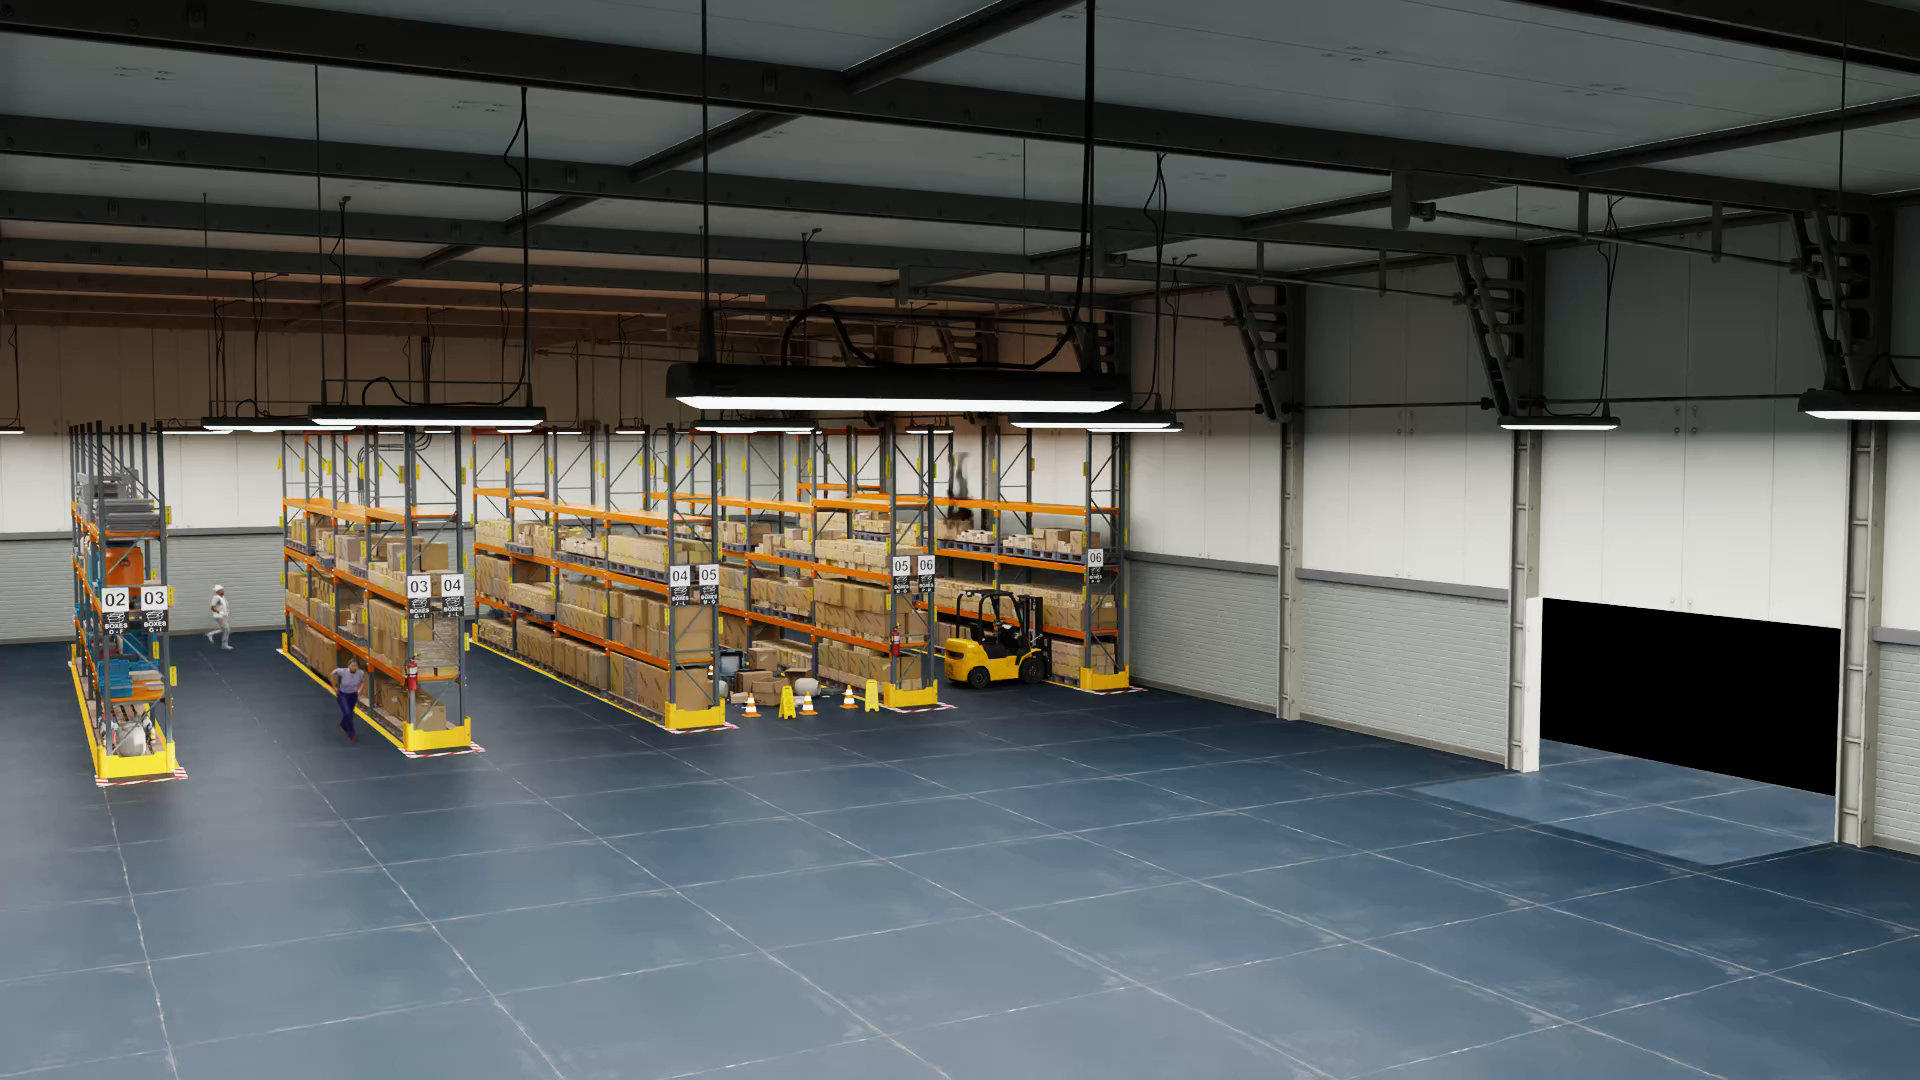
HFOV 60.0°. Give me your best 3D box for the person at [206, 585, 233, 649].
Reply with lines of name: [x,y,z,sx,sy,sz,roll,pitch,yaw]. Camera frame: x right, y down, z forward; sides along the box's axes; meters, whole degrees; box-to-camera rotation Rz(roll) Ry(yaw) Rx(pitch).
person: [-20.033,2.086,44.935,0.688,1.747,0.682,-1,4,-11]

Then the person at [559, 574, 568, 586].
person: [-11.788,1.840,49.494,0.922,1.673,0.568,-3,5,-42]

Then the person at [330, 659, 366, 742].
person: [-11.636,3.020,31.560,0.648,1.613,0.964,-3,4,-35]

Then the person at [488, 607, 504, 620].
person: [-13.357,1.884,48.171,0.670,1.705,0.710,-1,4,-9]
